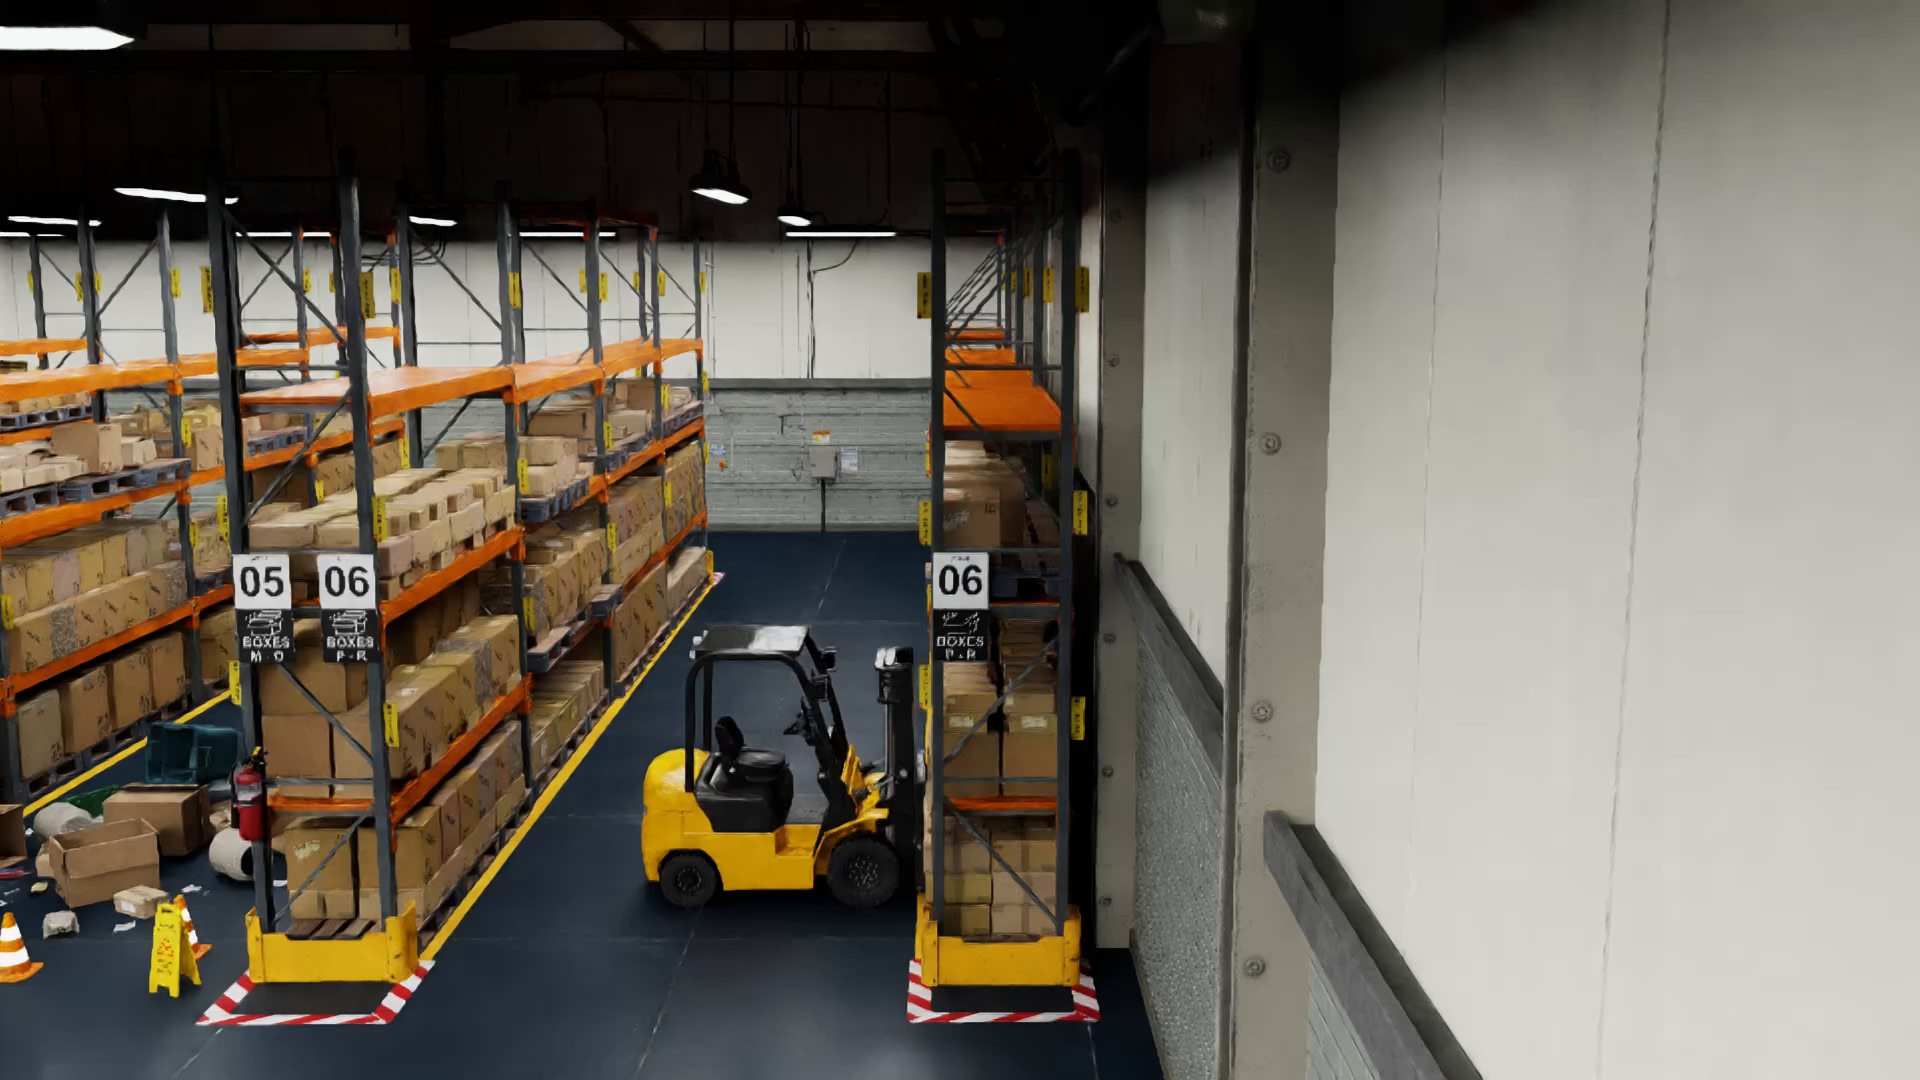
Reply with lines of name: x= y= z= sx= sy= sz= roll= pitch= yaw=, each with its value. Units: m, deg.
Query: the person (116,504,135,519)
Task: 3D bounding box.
person: x=-13.093 y=0.165 z=26.157 sx=0.484 sy=1.665 sz=0.647 roll=-1 pitch=9 yaw=-7
